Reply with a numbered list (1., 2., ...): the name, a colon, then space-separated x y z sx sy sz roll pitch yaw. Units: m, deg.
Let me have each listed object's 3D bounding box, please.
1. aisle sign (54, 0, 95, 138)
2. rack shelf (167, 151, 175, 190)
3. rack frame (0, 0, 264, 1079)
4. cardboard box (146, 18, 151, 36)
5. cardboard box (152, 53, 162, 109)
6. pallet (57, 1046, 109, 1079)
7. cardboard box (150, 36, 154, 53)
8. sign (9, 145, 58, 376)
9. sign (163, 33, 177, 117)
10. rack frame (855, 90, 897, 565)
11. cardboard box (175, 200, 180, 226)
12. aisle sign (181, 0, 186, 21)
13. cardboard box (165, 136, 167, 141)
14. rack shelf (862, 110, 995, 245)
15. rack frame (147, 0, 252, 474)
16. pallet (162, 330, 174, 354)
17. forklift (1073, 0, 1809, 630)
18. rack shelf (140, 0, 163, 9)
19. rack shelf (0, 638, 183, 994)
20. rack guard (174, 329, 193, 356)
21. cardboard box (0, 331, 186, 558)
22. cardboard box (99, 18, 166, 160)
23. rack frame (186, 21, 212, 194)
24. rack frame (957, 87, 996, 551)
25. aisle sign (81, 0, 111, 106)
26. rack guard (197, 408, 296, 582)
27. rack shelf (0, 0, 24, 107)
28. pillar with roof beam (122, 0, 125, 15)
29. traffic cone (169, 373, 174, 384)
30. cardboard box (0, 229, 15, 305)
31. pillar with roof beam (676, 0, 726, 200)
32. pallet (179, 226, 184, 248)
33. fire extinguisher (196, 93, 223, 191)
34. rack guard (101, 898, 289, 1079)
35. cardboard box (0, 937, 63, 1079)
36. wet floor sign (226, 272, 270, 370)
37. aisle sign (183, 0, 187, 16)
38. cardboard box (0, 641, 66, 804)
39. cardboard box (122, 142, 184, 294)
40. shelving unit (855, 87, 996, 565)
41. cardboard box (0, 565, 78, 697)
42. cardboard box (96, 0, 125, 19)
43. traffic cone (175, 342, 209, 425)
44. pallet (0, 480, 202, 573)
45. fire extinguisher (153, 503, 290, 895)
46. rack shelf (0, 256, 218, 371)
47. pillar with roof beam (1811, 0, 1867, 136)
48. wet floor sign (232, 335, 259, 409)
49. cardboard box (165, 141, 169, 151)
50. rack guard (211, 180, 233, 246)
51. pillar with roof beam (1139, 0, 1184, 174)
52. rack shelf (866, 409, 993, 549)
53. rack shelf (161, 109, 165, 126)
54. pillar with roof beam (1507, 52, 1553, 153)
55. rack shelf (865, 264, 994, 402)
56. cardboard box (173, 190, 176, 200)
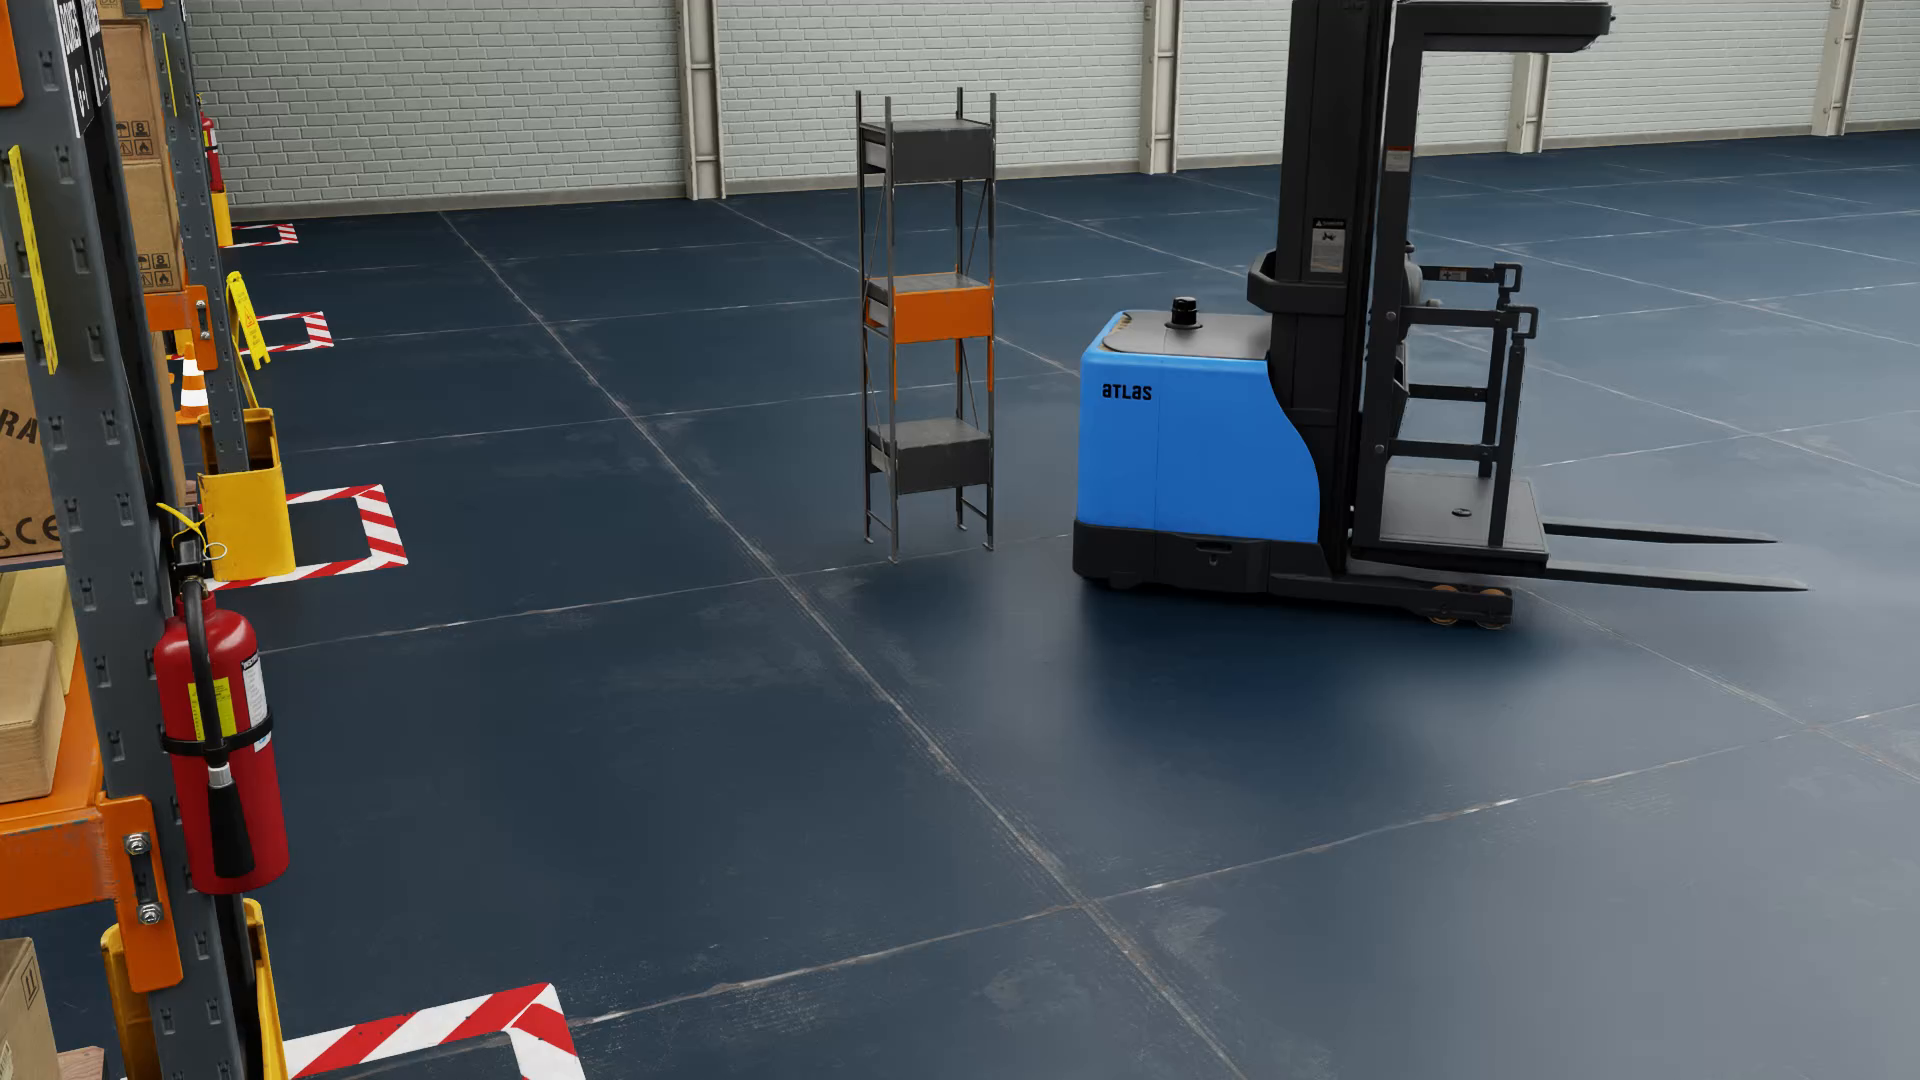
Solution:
1. aisle sign: -1.393 -1.032 2.521 0.004 0.787 0.394 -8 21 -22
2. rack shelf: -7.331 -2.308 11.145 4.000 0.370 1.077 -8 21 -22
3. rack frame: -1.570 0.110 3.192 0.053 2.616 0.949 -8 21 -22
4. cardboard box: -7.709 -4.806 15.580 0.250 0.149 0.380 -8 21 -22
5. cardboard box: -7.812 -4.326 15.642 0.500 0.500 0.500 -9 21 -23
6. pallet: -2.399 1.533 3.351 1.213 0.211 1.003 -8 21 -22
7. cardboard box: -7.671 -4.646 15.574 0.250 0.149 0.380 -8 21 -21
8. sign: -1.368 -0.412 2.457 0.005 0.325 0.100 -8 21 -22
9. sign: -3.239 -1.905 6.816 0.005 0.325 0.100 -8 21 -22
10. rack frame: -0.376 -0.937 7.520 0.015 2.100 0.400 -8 21 -22
11. cardboard box: -7.770 -3.167 16.008 0.500 0.250 0.500 -8 21 -22
12. aisle sign: -3.257 -2.559 6.858 0.004 0.787 0.394 -8 21 -22
13. cardboard box: -7.980 -3.791 16.275 0.500 0.250 0.500 -8 21 -23
14. rack shelf: -0.152 -1.616 7.384 0.480 0.518 0.431 -8 21 -22
15. rack frame: -3.441 -1.415 7.523 0.127 3.000 1.000 -8 21 -22
16. pallet: -6.324 -1.489 11.934 1.213 0.211 1.003 -8 21 -22
17. forklift: 2.078 -1.203 7.025 3.031 2.935 1.130 5 20 13
18. rack shelf: -5.277 -2.227 6.397 4.000 0.370 1.077 -8 21 -22
19. rack shelf: -3.405 0.714 2.562 4.000 0.370 1.077 -8 21 -22
20. rack guard: -5.564 -1.722 12.159 0.348 0.500 1.175 -8 21 -22
21. cardboard box: -4.037 -0.501 7.496 0.875 0.875 0.875 -8 21 -22
22. cardboard box: -3.797 -1.958 7.214 0.550 0.550 0.875 -8 21 -22
23. rack frame: -7.464 -4.424 16.070 0.127 3.000 1.000 -8 21 -22
24. rack frame: 0.072 -1.001 7.703 0.015 2.100 0.400 -8 21 -22
25. aisle sign: -1.631 -1.215 3.041 0.004 0.787 0.394 -8 21 -22
26. rack guard: -3.419 -0.239 7.947 0.348 0.500 1.175 -8 21 -22
27. rack shelf: -3.405 -0.701 2.064 4.000 0.370 1.077 -8 21 -22
28. pillar with roof beam: -6.755 -6.124 11.866 0.400 9.000 9.100 -8 21 -22
29. traffic cone: -5.378 -1.264 10.916 0.334 0.463 0.336 -8 21 -22
30. cardboard box: -4.260 -1.344 7.096 0.550 0.550 0.875 -8 21 -22
31. pillar with roof beam: -1.246 -6.913 14.107 0.400 9.000 9.100 -8 21 -22
32. pallet: -8.150 -2.995 16.211 1.213 0.211 1.003 -8 21 -22
33. fire extinguisher: -5.207 -2.749 11.429 0.183 0.674 0.296 -8 21 -22
34. rack guard: -1.639 1.300 3.576 0.348 0.500 1.175 -8 21 -22
35. cardboard box: -2.149 1.169 3.316 0.500 0.500 0.500 -4 20 -12
36. wet floor sign: -4.896 -1.499 11.308 0.232 0.644 0.267 -1 19 -3
37. aisle sign: -3.495 -2.742 7.378 0.004 0.787 0.394 -8 21 -22
38. cardboard box: -1.749 0.330 2.946 0.250 0.149 0.380 -8 21 -22
39. cardboard box: -3.764 -1.423 7.320 0.550 0.550 0.875 -8 21 -22
40. shelving unit: -0.152 -0.969 7.611 0.503 2.100 0.431 -8 21 -22
41. cardboard box: -1.925 0.195 3.331 0.250 0.149 0.380 -8 21 -22
42. cardboard box: -5.877 -3.436 11.161 0.500 0.500 0.700 -9 21 -23
43. traffic cone: -4.626 -0.971 10.082 0.334 0.463 0.336 -8 21 -22
44. pallet: -4.144 0.030 7.620 1.213 0.211 1.003 -8 21 -22
45. fire extinguisher: -1.281 0.273 2.846 0.183 0.674 0.296 -8 21 -22
46. rack shelf: -5.277 -0.812 6.895 4.000 0.370 1.077 -8 21 -22
47. pillar with roof beam: 15.282 -9.281 20.833 0.400 9.000 9.100 -8 21 -22
48. wet floor sign: -4.199 -0.912 9.640 0.232 0.644 0.267 -12 23 -31
49. cardboard box: -7.763 -3.641 15.849 0.500 0.250 0.500 -7 21 -20
50. rack guard: -7.442 -3.248 16.494 0.348 0.500 1.175 -8 21 -22
51. pillar with roof beam: 4.263 -7.703 16.349 0.400 9.000 9.100 -8 21 -22
52. rack shelf: -0.152 -0.295 7.848 0.480 0.518 0.431 -8 21 -22
53. rack shelf: -9.300 -3.822 15.442 4.000 0.370 1.077 -8 21 -22
54. pillar with roof beam: 9.773 -8.492 18.591 0.400 9.000 9.100 -8 21 -22
55. rack shelf: -0.152 -0.956 7.616 0.480 0.518 0.431 -8 21 -22
56. cardboard box: -7.787 -3.402 15.921 0.500 0.250 0.500 -8 21 -23
